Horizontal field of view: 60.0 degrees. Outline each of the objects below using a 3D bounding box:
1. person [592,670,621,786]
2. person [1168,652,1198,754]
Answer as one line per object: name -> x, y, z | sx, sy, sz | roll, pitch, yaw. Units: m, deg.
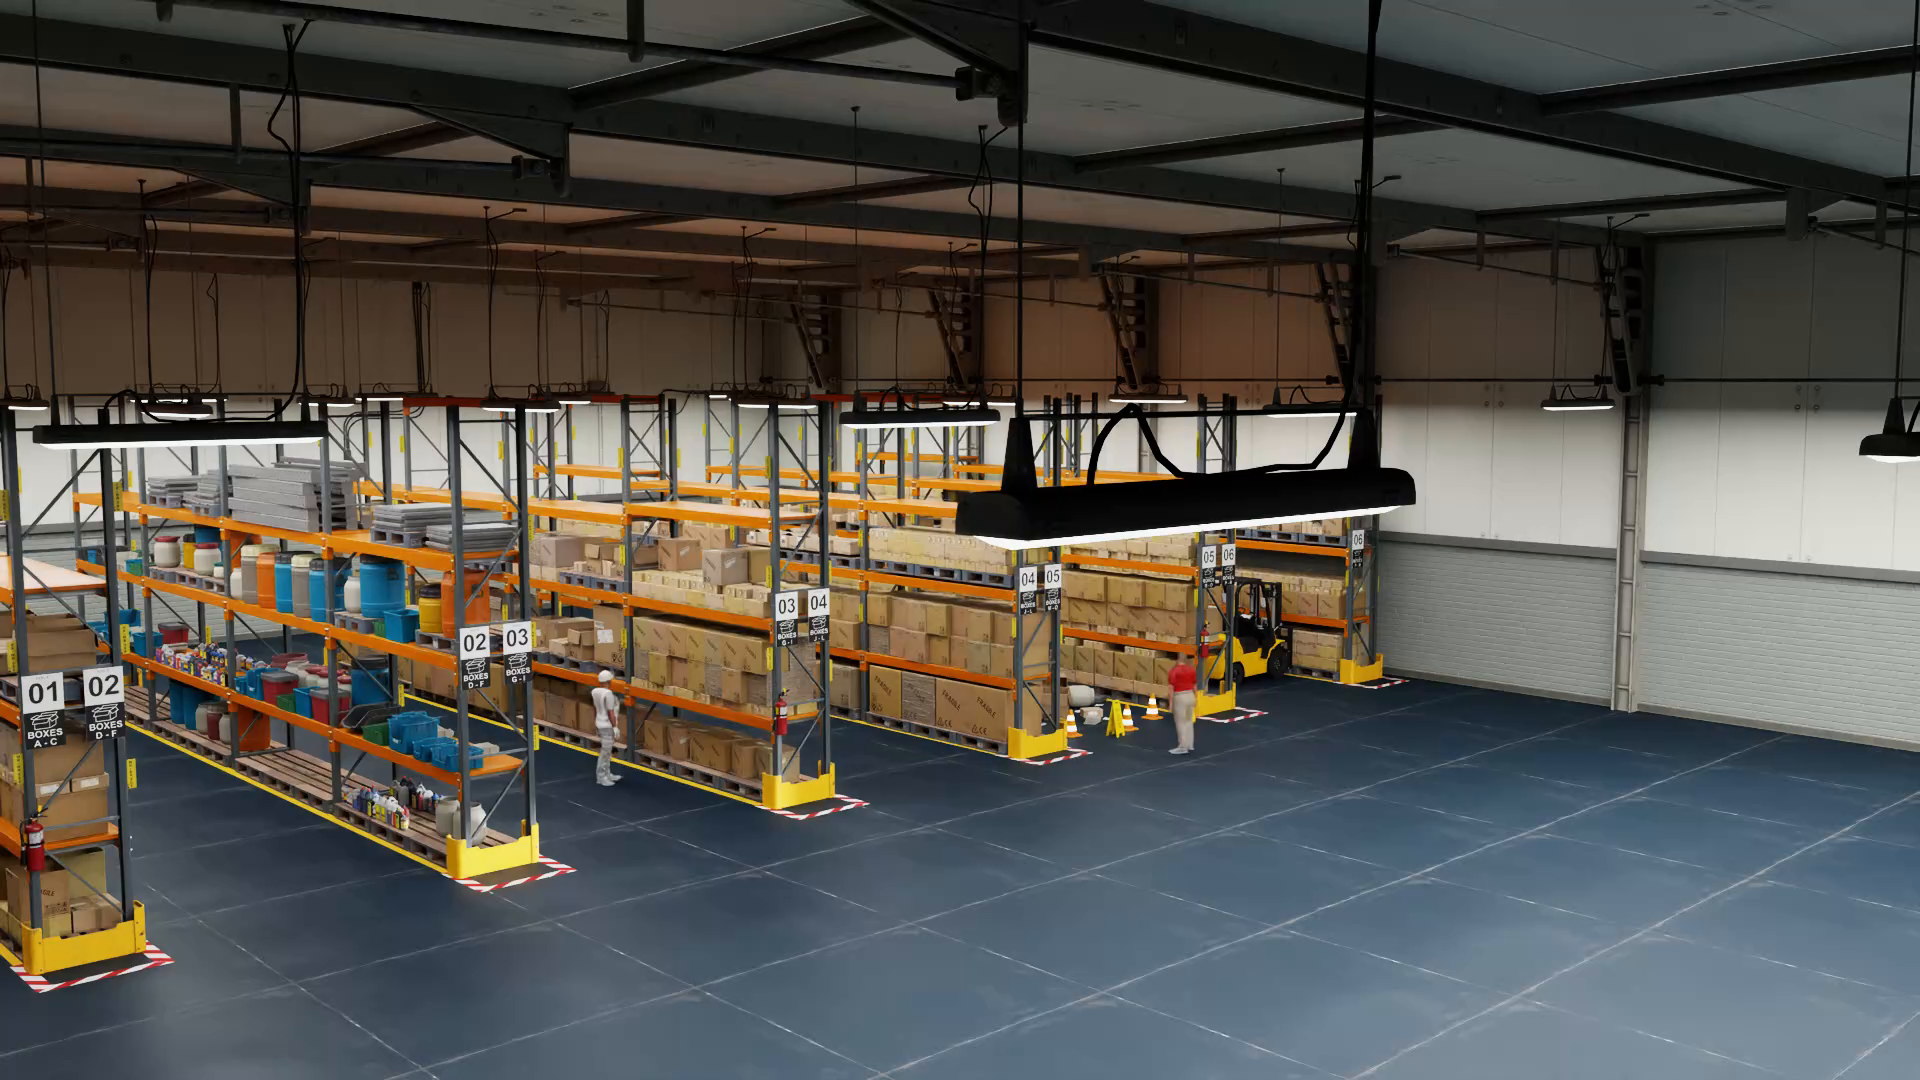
person -> -5.530, 2.931, 26.076 | 0.431, 1.805, 0.615 | -2, 6, -20
person -> 3.791, 2.762, 28.223 | 0.617, 1.764, 0.392 | -4, 7, -36
